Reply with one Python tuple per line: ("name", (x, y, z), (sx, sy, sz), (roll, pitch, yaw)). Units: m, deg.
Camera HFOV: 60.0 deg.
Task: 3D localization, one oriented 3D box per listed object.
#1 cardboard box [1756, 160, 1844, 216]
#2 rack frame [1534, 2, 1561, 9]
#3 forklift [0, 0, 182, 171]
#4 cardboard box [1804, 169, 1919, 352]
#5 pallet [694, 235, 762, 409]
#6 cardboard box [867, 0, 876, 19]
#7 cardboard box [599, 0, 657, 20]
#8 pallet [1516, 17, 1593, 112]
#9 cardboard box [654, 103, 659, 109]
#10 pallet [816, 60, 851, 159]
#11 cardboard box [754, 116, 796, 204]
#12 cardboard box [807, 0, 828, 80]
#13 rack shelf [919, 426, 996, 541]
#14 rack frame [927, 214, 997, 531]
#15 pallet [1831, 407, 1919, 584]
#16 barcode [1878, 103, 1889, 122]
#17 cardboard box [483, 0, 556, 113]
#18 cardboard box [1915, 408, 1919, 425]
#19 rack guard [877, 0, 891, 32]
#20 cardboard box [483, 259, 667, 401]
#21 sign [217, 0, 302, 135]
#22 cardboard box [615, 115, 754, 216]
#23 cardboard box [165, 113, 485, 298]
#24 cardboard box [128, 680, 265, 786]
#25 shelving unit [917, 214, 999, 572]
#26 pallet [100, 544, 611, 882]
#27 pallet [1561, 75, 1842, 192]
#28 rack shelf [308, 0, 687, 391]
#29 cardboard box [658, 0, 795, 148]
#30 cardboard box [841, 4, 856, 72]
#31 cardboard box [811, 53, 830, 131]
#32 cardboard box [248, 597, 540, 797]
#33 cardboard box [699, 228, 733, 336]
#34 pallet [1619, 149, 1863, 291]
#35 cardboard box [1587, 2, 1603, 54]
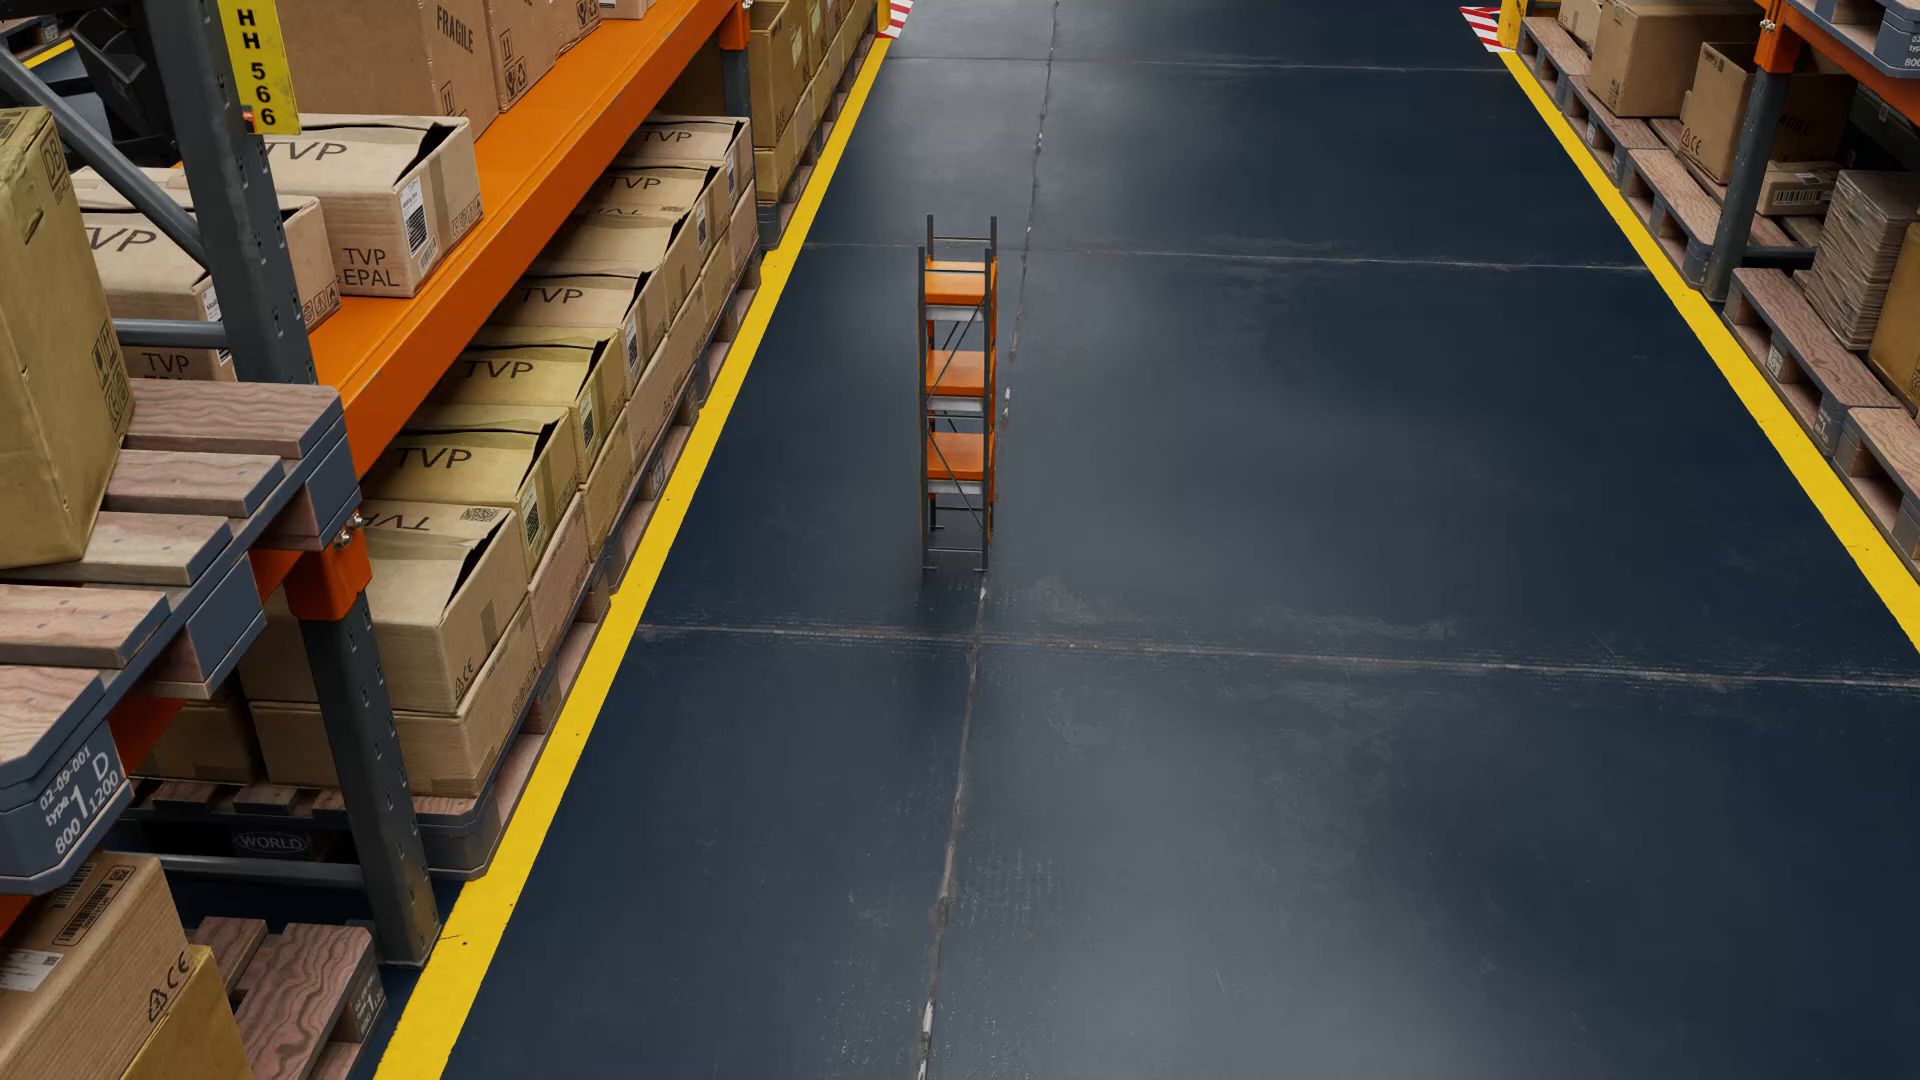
("cardboard box", (3.591, -1.518, 7.135), (0.380, 0.166, 0.250), (-2, 32, -2))
("rack frame", (3.899, -4.348, 9.446), (0.949, 2.616, 0.053), (2, 32, 4))
("forklift", (-3.438, -2.237, 6.087), (3.031, 2.935, 1.130), (-21, 38, -31))
("cardboard box", (3.534, -0.993, 5.966), (0.700, 0.500, 0.500), (3, 32, 6))
("pallet", (-1.382, -0.891, 6.495), (1.003, 0.211, 1.213), (2, 32, 4))
("cardboard box", (-0.784, -3.272, 9.921), (0.500, 0.250, 0.500), (2, 32, 4))
("cardboard box", (-1.249, -1.941, 5.668), (0.396, 0.266, 0.258), (2, 32, 3))
("pallet", (3.795, -2.697, 9.426), (1.003, 0.211, 1.213), (2, 32, 4))
("cardboard box", (-1.488, -2.306, 7.638), (0.500, 0.500, 0.500), (2, 32, 4))
("pallet", (-1.157, -2.332, 8.833), (1.003, 0.211, 1.213), (2, 32, 4))
("cardboard box", (-1.021, -1.703, 7.375), (0.500, 0.250, 0.500), (2, 32, 4))
("cardboard box", (-0.929, -2.545, 8.026), (0.500, 0.500, 0.500), (2, 32, 4))
("rack shelf", (-0.004, -0.173, 5.081), (0.215, 0.259, 0.240), (2, 32, 4))
("rack frame", (0.006, -0.483, 5.033), (0.200, 1.050, 0.008), (2, 32, 4))
("pallet", (3.418, -0.022, 5.084), (1.003, 0.211, 1.213), (2, 32, 4))
("barcode", (3.860, -1.787, 6.949), (0.001, 0.075, 0.075), (2, 32, 4))
("cardboard box", (-1.523, -1.570, 4.843), (0.500, 0.500, 0.500), (3, 32, 4))
("cardboard box", (3.460, -0.456, 5.094), (0.700, 0.500, 0.500), (3, 32, 5))
("rack guard", (-1.033, -3.505, 10.462), (1.175, 0.500, 0.348), (2, 32, 4))
("cardboard box", (-1.231, -0.693, 5.201), (0.500, 0.311, 0.500), (2, 32, 3))
("sign", (-1.145, -0.815, 2.685), (0.100, 0.325, 0.005), (2, 32, 4))
("cardboard box", (-1.108, -1.488, 6.492), (0.500, 0.311, 0.500), (2, 32, 4))
("cardboard box", (-1.420, -0.795, 3.766), (0.500, 0.311, 0.500), (2, 32, 3))
("cardboard box", (-1.886, 0.332, 4.072), (0.500, 0.250, 0.500), (3, 32, 5))
("shelving unit", (-0.004, -0.419, 4.929), (0.215, 1.050, 0.252), (2, 32, 4))
("pallet", (-1.580, 0.384, 4.425), (1.003, 0.211, 1.213), (2, 32, 4))
("pallet", (3.693, -2.061, 8.393), (1.003, 0.211, 1.213), (2, 32, 4))
("rack shelf", (-1.523, -1.197, 4.832), (0.919, 0.124, 3.809), (2, 32, 4))
("cardboard box", (-1.011, -2.022, 7.178), (0.500, 0.500, 0.500), (2, 32, 4))
("cardboard box", (-0.852, -2.749, 9.072), (0.500, 0.250, 0.500), (2, 32, 4))
("cardboard box", (-0.929, -2.226, 8.223), (0.500, 0.250, 0.500), (2, 32, 4))
("cardboard box", (-1.351, 0.357, 4.033), (0.500, 0.250, 0.500), (2, 32, 4))
("cardboard box", (-1.148, -0.980, 6.202), (0.500, 0.250, 0.500), (2, 32, 3))
("pallet", (3.596, -1.421, 7.355), (1.003, 0.211, 1.213), (2, 32, 4))
("cardboard box", (3.710, -2.734, 8.971), (0.500, 0.311, 0.500), (5, 32, 8))
